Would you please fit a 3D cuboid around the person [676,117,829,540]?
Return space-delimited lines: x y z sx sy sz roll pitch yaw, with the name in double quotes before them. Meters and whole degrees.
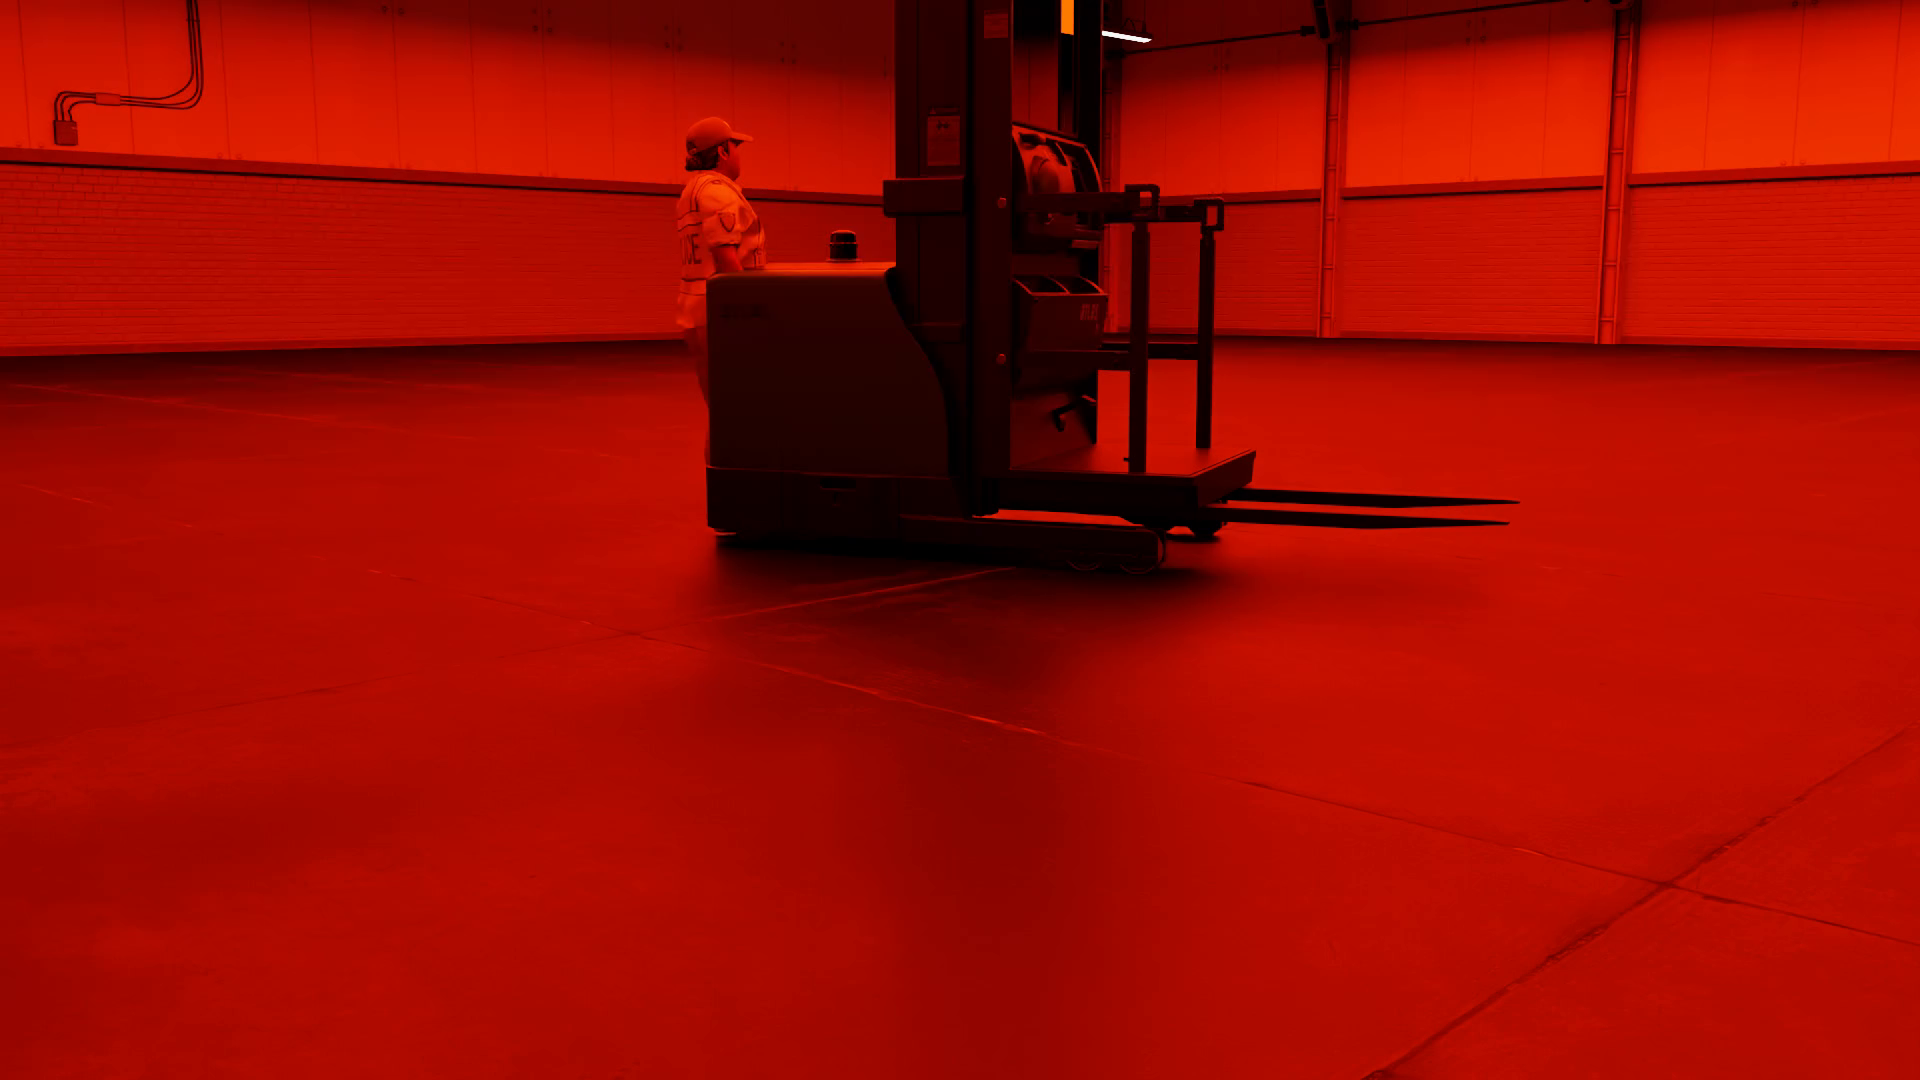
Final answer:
"person" -0.855 -0.850 6.712 0.529 1.671 0.599 -4 9 -25

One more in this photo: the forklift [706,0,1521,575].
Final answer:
"forklift" 0.565 -1.416 6.275 3.031 2.935 1.130 3 9 22
